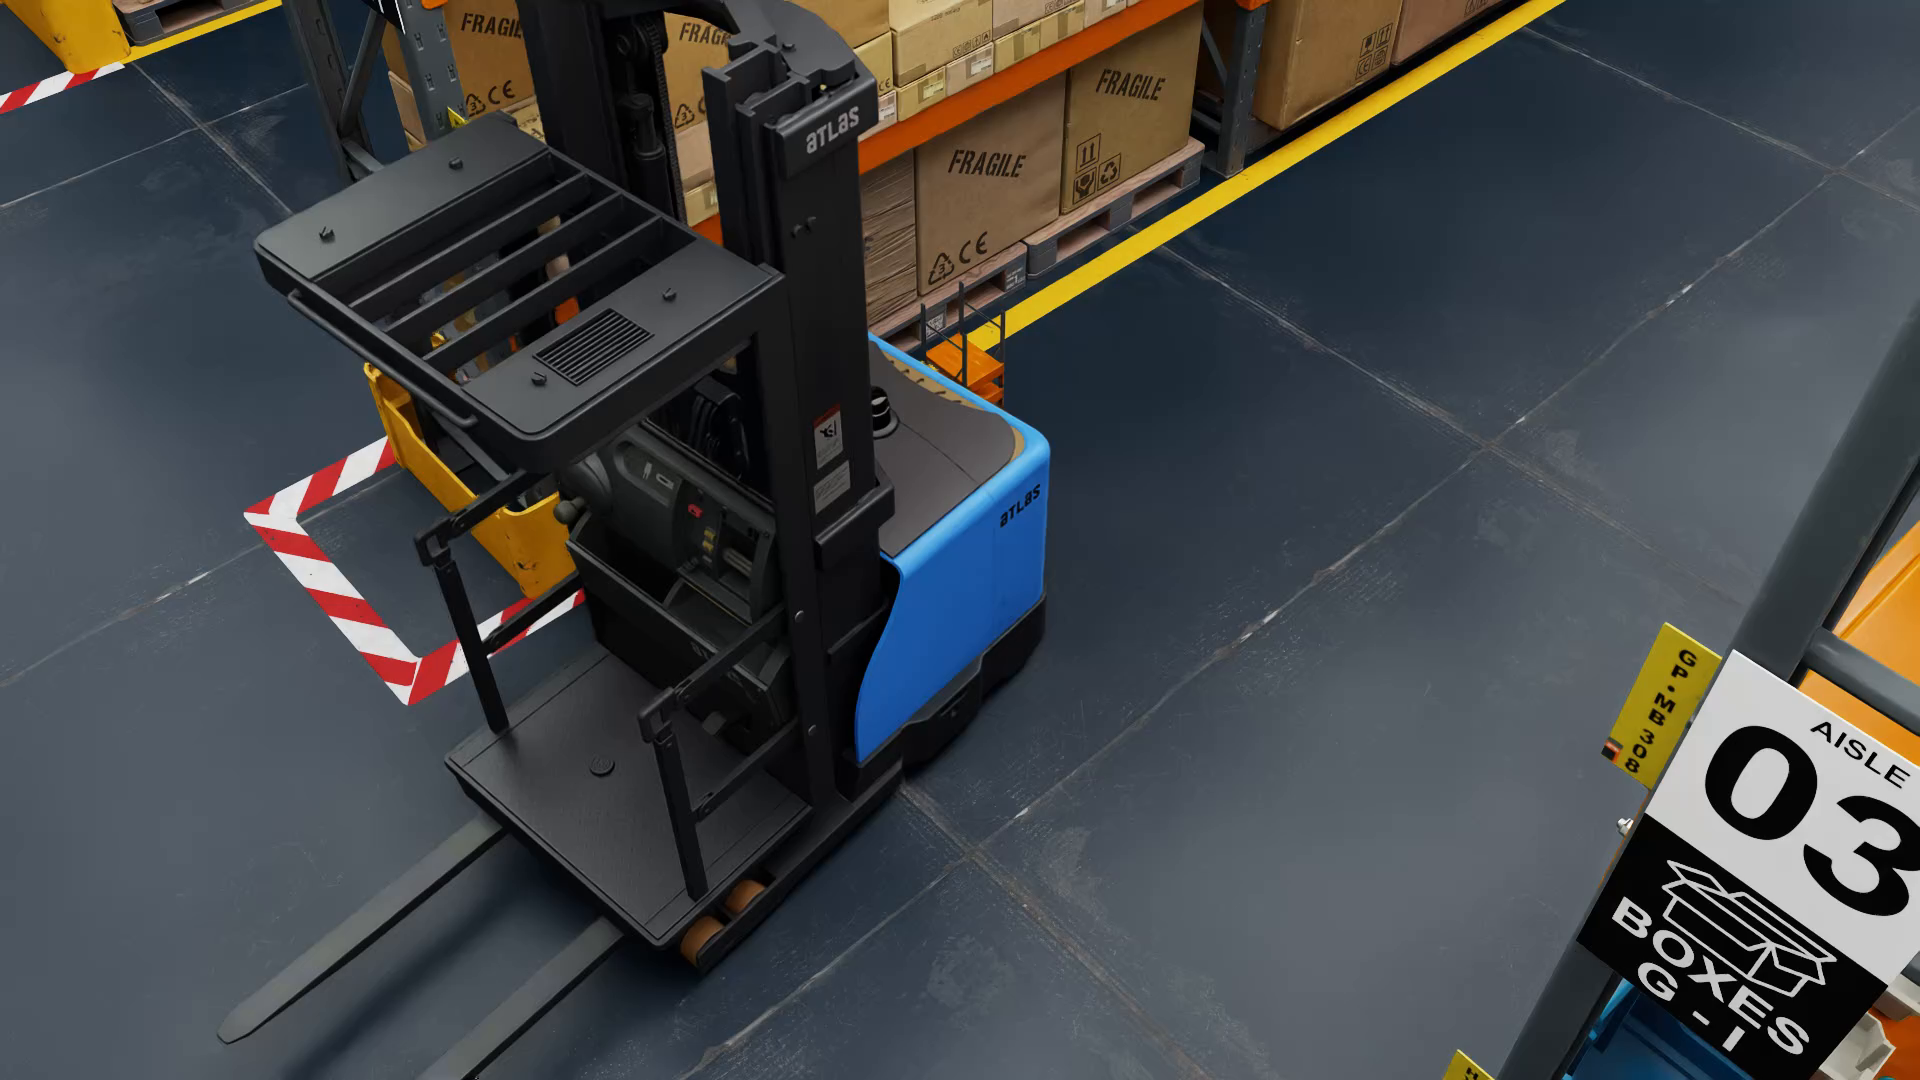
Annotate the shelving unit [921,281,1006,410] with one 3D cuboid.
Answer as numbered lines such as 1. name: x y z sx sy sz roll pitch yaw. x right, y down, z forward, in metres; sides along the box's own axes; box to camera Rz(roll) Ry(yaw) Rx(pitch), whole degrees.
1. shelving unit: 0.011 -0.414 6.316 0.189 1.200 0.258 -34 56 -27

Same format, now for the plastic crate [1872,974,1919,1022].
1. plastic crate: 2.142 0.961 3.961 0.243 0.136 0.396 -34 56 -27

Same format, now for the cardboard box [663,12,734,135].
1. cardboard box: -0.989 -1.806 5.765 0.500 0.500 0.500 -35 56 -28

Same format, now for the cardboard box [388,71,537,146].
1. cardboard box: -1.716 -1.598 6.083 0.500 0.250 0.500 -35 56 -28

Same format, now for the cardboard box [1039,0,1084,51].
1. cardboard box: 0.297 -2.219 6.927 0.250 0.149 0.380 -33 55 -27

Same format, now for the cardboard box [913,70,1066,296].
1. cardboard box: -0.144 -1.836 7.563 0.875 0.875 0.875 -34 56 -27

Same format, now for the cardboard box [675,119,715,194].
1. cardboard box: -0.979 -1.565 6.053 0.500 0.250 0.500 -34 56 -28

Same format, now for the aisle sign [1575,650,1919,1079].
1. aisle sign: 1.186 0.524 2.457 0.004 0.787 0.394 -34 56 -27

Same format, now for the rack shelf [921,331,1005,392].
1. rack shelf: 0.011 -0.628 6.084 0.180 0.103 0.258 -34 56 -27

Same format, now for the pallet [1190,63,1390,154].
1. pallet: 1.584 -2.619 9.023 1.213 0.211 1.003 -34 56 -27

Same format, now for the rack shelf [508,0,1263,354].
1. rack shelf: -0.416 -1.909 6.960 4.000 0.370 1.077 -34 56 -27

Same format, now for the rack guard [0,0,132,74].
1. rack guard: -5.101 -3.101 9.271 0.348 0.500 1.175 -34 56 -27

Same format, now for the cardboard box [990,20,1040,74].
1. cardboard box: 0.108 -2.092 6.810 0.250 0.149 0.380 -35 56 -28

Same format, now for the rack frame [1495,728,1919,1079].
1. rack frame: 1.436 1.529 3.298 0.127 3.000 1.000 -34 56 -27

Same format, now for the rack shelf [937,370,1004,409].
1. rack shelf: 0.011 -0.547 6.172 0.180 0.103 0.258 -34 56 -27

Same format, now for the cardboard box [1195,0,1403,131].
1. cardboard box: 1.524 -2.891 8.536 0.875 0.875 1.225 -34 56 -27

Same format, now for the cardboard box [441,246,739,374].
1. cardboard box: -1.476 -0.946 6.742 0.875 0.875 0.875 -34 56 -27

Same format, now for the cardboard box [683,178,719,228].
1. cardboard box: -1.033 -1.329 6.107 0.250 0.149 0.380 -35 56 -28

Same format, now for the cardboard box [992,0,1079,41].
1. cardboard box: 0.155 -2.321 6.750 0.500 0.250 0.500 -33 55 -26

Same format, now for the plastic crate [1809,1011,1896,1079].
1. plastic crate: 1.918 1.097 3.836 0.243 0.136 0.396 -34 56 -27

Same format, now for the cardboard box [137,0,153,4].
1. cardboard box: -4.555 -3.172 9.290 0.250 0.149 0.380 -33 55 -26

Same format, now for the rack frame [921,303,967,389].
1. rack frame: -0.057 -0.369 6.274 0.006 1.200 0.240 -34 56 -27

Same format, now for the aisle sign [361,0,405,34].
1. aisle sign: -1.747 -1.847 4.644 0.004 0.787 0.394 -34 56 -27

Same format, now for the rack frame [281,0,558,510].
1. rack frame: -1.896 -1.164 5.783 0.127 3.000 1.000 -34 56 -27

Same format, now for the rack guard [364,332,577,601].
1. rack guard: -1.914 -0.305 6.691 0.348 0.500 1.175 -34 56 -27

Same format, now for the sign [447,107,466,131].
1. sign: -1.527 -1.180 5.155 0.005 0.325 0.100 -34 56 -27

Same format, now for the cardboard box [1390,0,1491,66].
1. cardboard box: 2.184 -3.333 8.945 0.875 0.875 1.225 -36 57 -28

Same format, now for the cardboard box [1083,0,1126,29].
1. cardboard box: 0.488 -2.346 7.045 0.250 0.149 0.380 -33 55 -27

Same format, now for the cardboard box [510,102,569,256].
1. cardboard box: -1.359 -1.305 5.812 0.500 0.250 0.500 -35 56 -28

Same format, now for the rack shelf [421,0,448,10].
1. rack shelf: -0.416 -2.926 5.857 4.000 0.370 1.077 -34 56 -27

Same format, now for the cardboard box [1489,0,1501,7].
1. cardboard box: 2.834 -3.775 9.352 0.875 0.875 1.225 -34 56 -27

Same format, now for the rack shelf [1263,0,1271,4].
1. rack shelf: 2.544 -3.887 8.785 4.000 0.370 1.077 -34 56 -27

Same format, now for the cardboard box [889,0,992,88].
1. cardboard box: -0.222 -2.072 6.521 0.500 0.250 0.500 -35 56 -28

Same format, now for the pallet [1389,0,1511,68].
1. pallet: 2.487 -3.225 9.582 1.213 0.211 1.003 -34 56 -27

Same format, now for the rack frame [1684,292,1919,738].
1. rack frame: 1.436 -0.505 1.093 0.127 3.000 1.000 -34 56 -27

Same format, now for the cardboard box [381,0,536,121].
1. cardboard box: -1.712 -1.852 5.807 0.500 0.500 0.500 -33 55 -27

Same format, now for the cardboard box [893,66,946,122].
1. cardboard box: -0.274 -1.836 6.574 0.250 0.149 0.380 -35 56 -28

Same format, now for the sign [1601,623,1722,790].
1. sign: 1.054 0.256 2.503 0.005 0.325 0.100 -34 56 -27

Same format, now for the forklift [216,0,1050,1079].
1. forklift: -1.023 -0.022 4.776 1.130 2.935 3.031 33 55 26

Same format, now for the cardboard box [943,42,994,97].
1. cardboard box: -0.081 -1.967 6.695 0.250 0.149 0.380 -33 55 -27

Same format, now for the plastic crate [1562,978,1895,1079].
1. plastic crate: 1.558 1.230 3.509 0.499 0.435 0.616 -34 56 -27

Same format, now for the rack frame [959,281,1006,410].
1. rack frame: 0.078 -0.459 6.357 0.006 1.200 0.240 -34 56 -27

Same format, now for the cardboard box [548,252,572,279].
1. cardboard box: -1.411 -1.075 5.872 0.250 0.149 0.380 -33 55 -27

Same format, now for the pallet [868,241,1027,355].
1. pallet: -0.454 -1.256 7.766 1.213 0.211 1.003 -34 56 -27

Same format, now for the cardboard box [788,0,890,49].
1. cardboard box: -0.610 -2.066 6.004 0.500 0.500 0.500 -35 56 -28

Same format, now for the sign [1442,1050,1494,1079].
1. sign: 1.054 1.183 3.507 0.005 0.325 0.100 -34 56 -27

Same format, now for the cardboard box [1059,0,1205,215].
1. cardboard box: 0.522 -2.281 7.973 0.875 0.875 0.875 -34 56 -27

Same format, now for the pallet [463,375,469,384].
1. pallet: -1.357 -0.656 7.212 1.213 0.211 1.003 -34 56 -27

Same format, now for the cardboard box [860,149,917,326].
1. cardboard box: -0.803 -1.396 7.157 0.875 0.875 0.875 -34 56 -27

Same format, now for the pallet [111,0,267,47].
1. pallet: -4.477 -3.386 9.730 1.213 0.211 1.003 -34 56 -27

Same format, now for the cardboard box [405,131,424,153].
1. cardboard box: -1.854 -1.434 6.203 0.250 0.149 0.380 -33 55 -27

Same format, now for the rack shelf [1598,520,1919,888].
1. rack shelf: 2.916 -0.233 3.372 4.000 0.370 1.077 -34 56 -27

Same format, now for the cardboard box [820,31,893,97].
1. cardboard box: -0.605 -1.812 6.280 0.500 0.250 0.500 -36 57 -28

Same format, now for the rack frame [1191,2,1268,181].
1. rack frame: 1.064 -3.142 7.608 0.127 3.000 1.000 -34 56 -27

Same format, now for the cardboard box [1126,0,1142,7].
1. cardboard box: 0.678 -2.473 7.162 0.250 0.149 0.380 -35 56 -28

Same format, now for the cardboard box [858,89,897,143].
1. cardboard box: -0.461 -1.712 6.460 0.250 0.149 0.380 -34 56 -27

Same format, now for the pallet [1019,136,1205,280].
1. pallet: 0.449 -1.863 8.325 1.213 0.211 1.003 -34 56 -27
